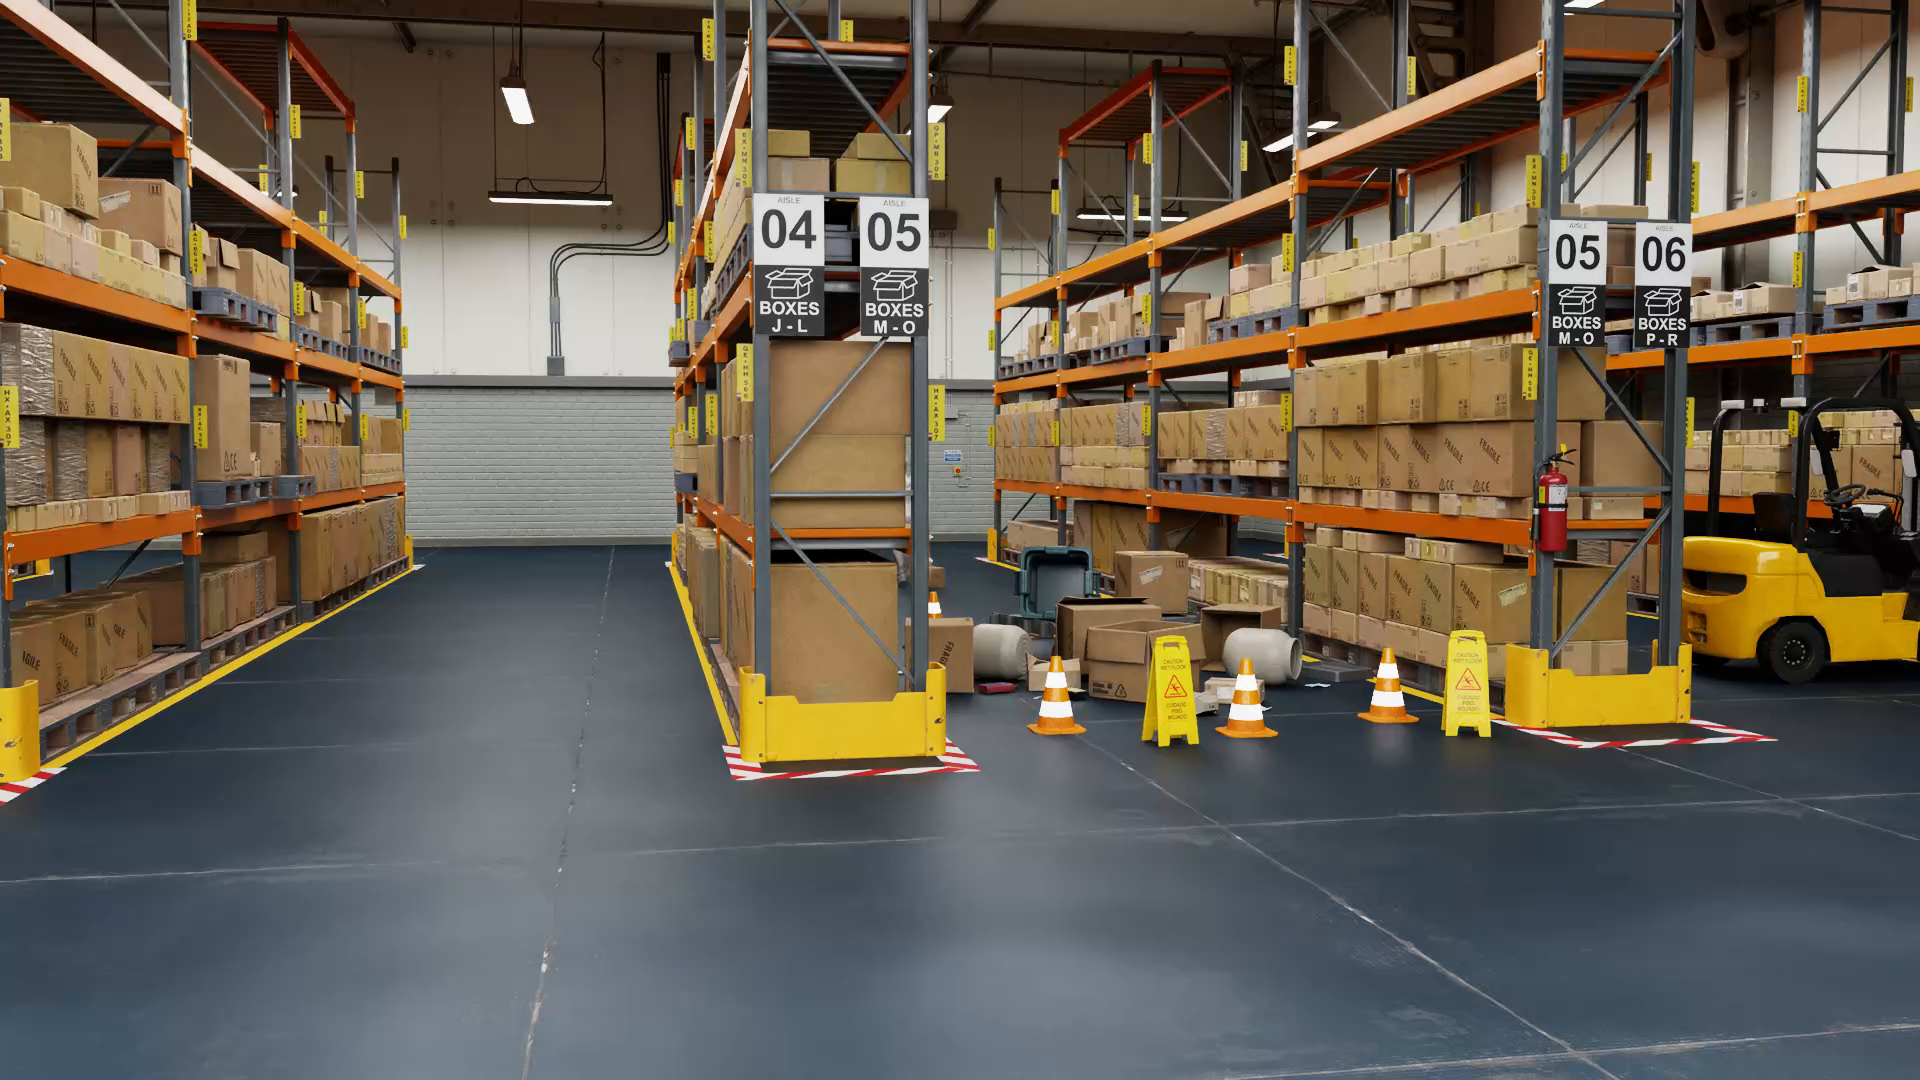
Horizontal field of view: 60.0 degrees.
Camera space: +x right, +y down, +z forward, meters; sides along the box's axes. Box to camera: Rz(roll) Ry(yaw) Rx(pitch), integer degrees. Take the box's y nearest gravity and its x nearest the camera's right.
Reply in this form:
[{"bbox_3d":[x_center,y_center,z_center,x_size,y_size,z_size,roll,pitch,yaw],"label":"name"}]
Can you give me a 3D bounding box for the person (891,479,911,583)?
[{"bbox_3d":[-0.865,-0.269,21.747,0.513,1.623,1.005,-1,3,-20],"label":"person"}]
